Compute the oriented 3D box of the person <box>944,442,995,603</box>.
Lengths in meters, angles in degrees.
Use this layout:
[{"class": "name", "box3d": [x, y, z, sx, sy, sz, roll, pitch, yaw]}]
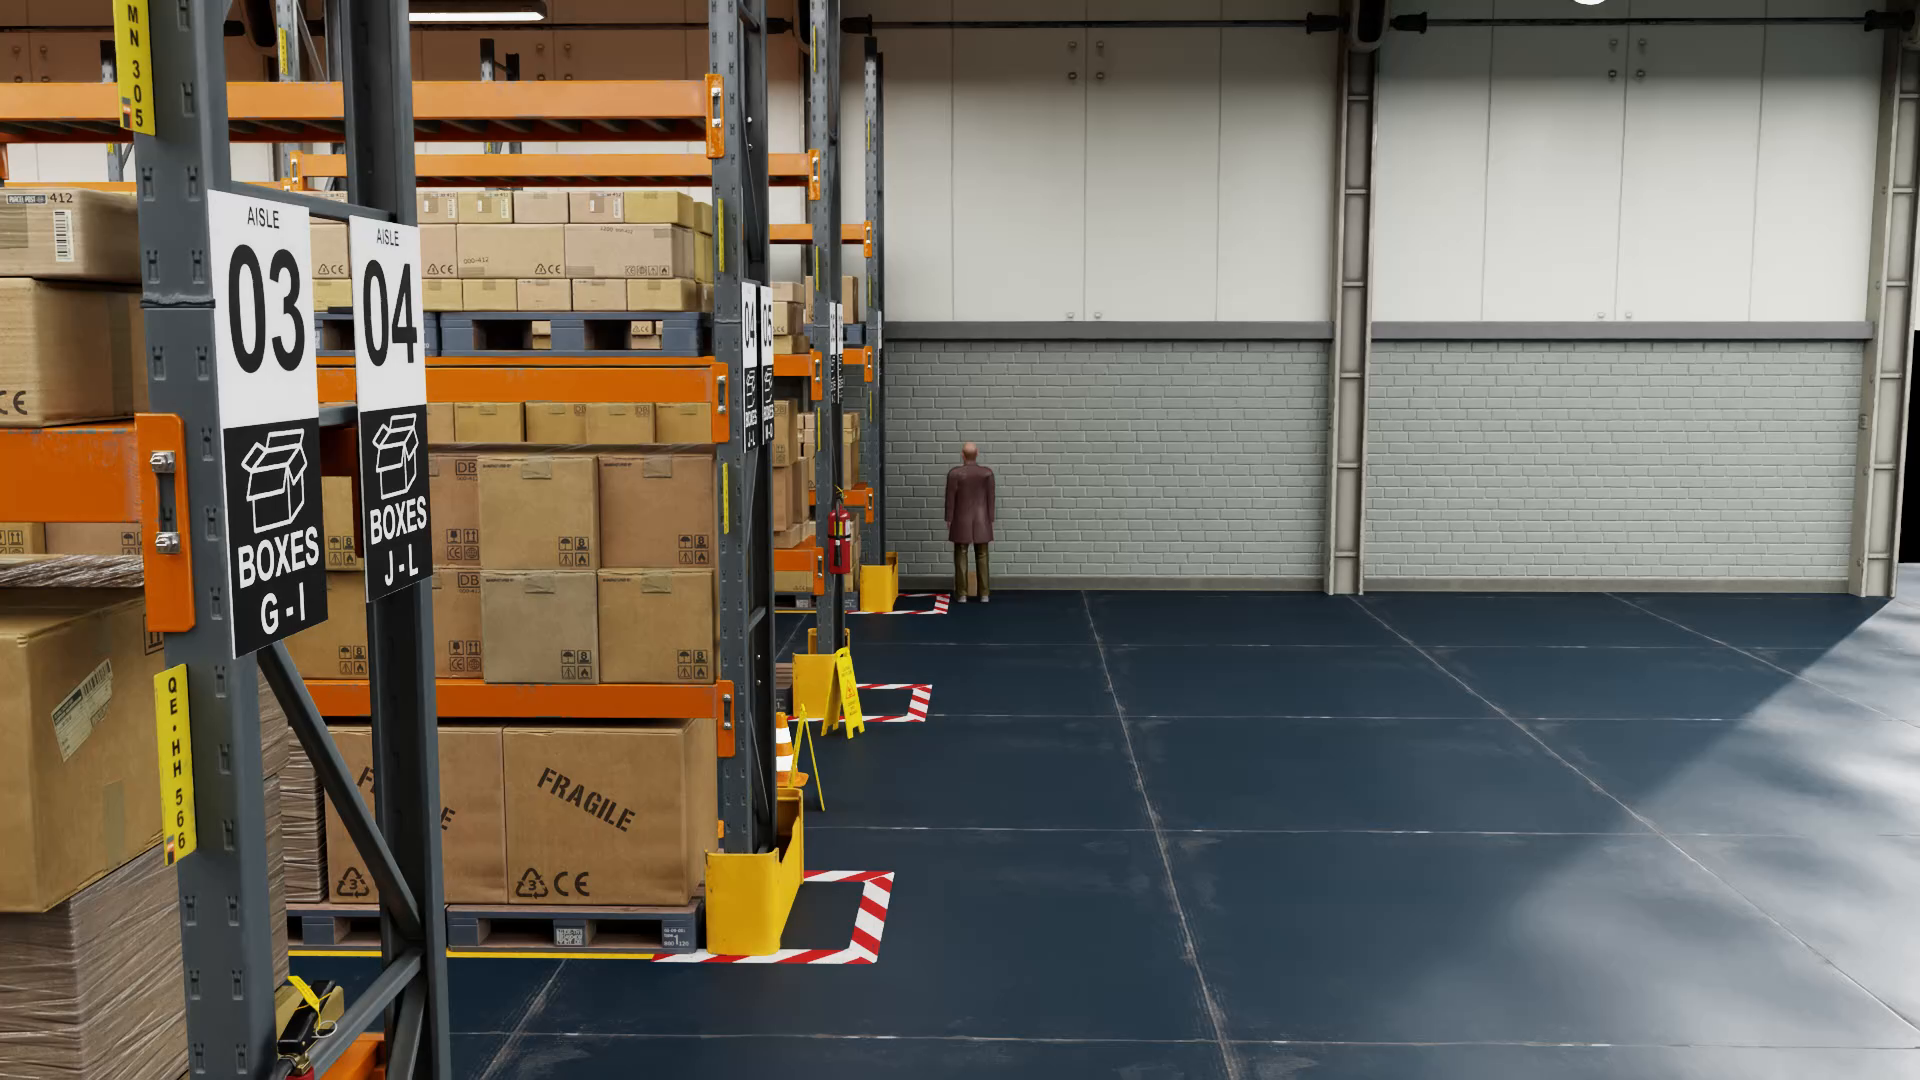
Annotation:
[{"class": "person", "box3d": [0.105, -0.197, 18.438, 0.562, 1.774, 0.377, -1, 7, -5]}]
